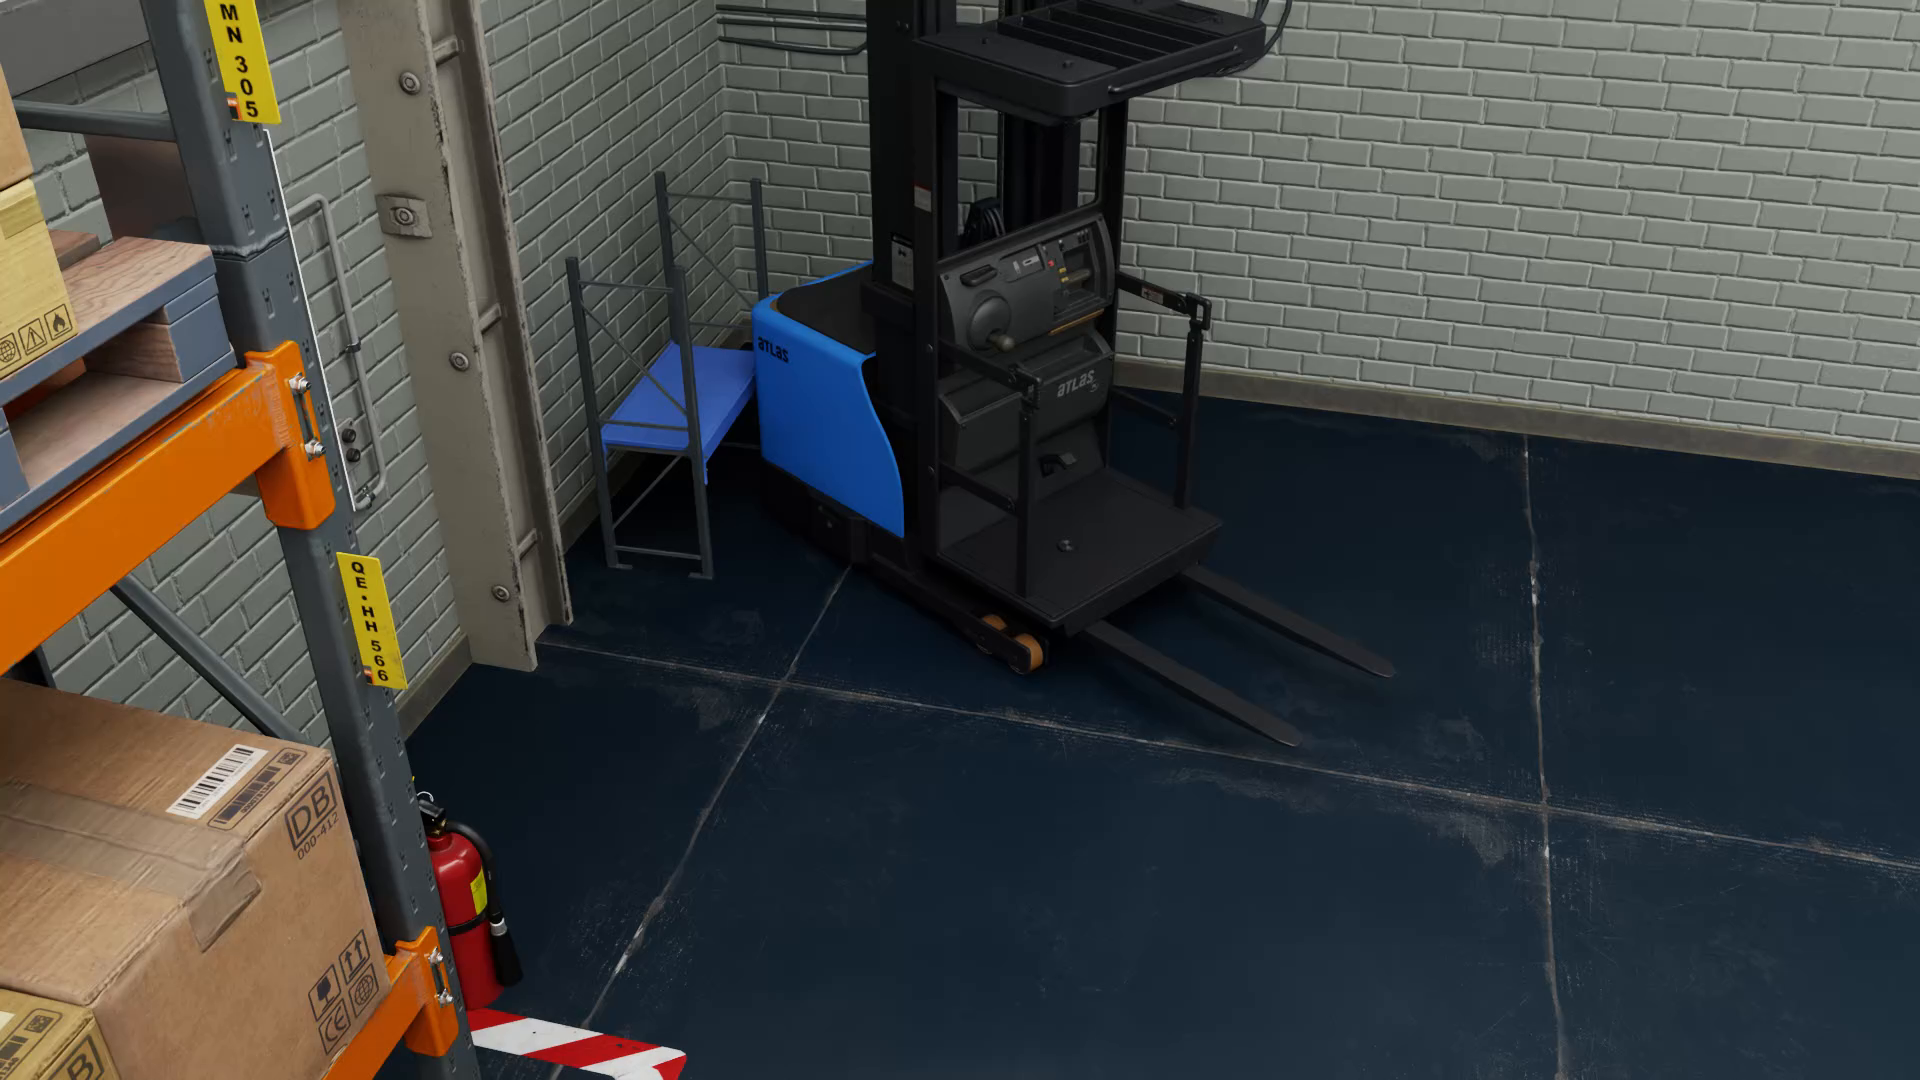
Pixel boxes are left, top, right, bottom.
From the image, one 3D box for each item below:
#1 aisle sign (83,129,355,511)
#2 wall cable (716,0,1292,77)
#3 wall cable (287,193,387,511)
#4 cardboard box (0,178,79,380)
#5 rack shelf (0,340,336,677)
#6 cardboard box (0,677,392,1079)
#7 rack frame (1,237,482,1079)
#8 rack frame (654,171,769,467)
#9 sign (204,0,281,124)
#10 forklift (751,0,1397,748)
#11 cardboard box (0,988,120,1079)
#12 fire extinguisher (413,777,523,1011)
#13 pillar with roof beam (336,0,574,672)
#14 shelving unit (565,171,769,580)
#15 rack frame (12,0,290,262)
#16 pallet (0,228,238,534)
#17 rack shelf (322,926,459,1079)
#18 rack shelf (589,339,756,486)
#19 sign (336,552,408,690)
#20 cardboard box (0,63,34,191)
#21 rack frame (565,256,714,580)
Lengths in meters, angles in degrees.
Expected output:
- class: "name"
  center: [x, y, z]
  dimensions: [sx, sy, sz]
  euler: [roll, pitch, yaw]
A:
- class: "aisle sign"
  center: [-1.412, -0.418, 3.188]
  dimensions: [0.394, 0.787, 0.004]
  euler: [8, 33, 12]
- class: "wall cable"
  center: [0.060, -3.432, 7.655]
  dimensions: [3.097, 2.526, 0.112]
  euler: [8, 33, 12]
- class: "wall cable"
  center: [-2.311, -0.546, 4.866]
  dimensions: [0.084, 1.984, 1.851]
  euler: [8, 33, 12]
- class: "cardboard box"
  center: [-1.650, -0.330, 2.332]
  dimensions: [0.500, 0.250, 0.500]
  euler: [9, 34, 14]
- class: "rack shelf"
  center: [-2.228, 0.752, 1.647]
  dimensions: [1.077, 0.370, 4.000]
  euler: [8, 33, 12]
- class: "cardboard box"
  center: [-1.841, 0.815, 3.392]
  dimensions: [0.980, 0.700, 0.700]
  euler: [10, 34, 15]
- class: "rack frame"
  center: [-1.721, 0.676, 3.891]
  dimensions: [1.000, 3.000, 0.127]
  euler: [8, 33, 12]
- class: "rack frame"
  center: [-1.148, -1.022, 7.960]
  dimensions: [0.500, 1.500, 0.032]
  euler: [6, 33, 10]
- class: "sign"
  center: [-1.199, -0.849, 2.742]
  dimensions: [0.100, 0.325, 0.005]
  euler: [8, 33, 12]
- class: "forklift"
  center: [0.431, -0.996, 6.584]
  dimensions: [1.130, 2.935, 3.031]
  euler: [-27, 41, -36]
- class: "cardboard box"
  center: [-2.014, 1.194, 2.796]
  dimensions: [0.980, 0.700, 0.700]
  euler: [8, 33, 12]
- class: "fire extinguisher"
  center: [-1.236, 0.850, 4.036]
  dimensions: [0.296, 0.674, 0.183]
  euler: [8, 33, 12]
- class: "pillar with roof beam"
  center: [2.292, -2.789, 3.749]
  dimensions: [9.100, 9.000, 0.400]
  euler: [8, 33, 12]
- class: "shelving unit"
  center: [-1.251, -0.755, 7.540]
  dimensions: [0.538, 1.500, 1.048]
  euler: [6, 33, 10]
- class: "rack frame"
  center: [-1.721, -1.856, 2.281]
  dimensions: [1.000, 3.000, 0.127]
  euler: [8, 33, 12]
- class: "pallet"
  center: [-1.899, -0.166, 2.502]
  dimensions: [1.003, 0.211, 1.213]
  euler: [8, 33, 12]
- class: "rack shelf"
  center: [-2.228, 2.017, 2.451]
  dimensions: [1.077, 0.370, 4.000]
  euler: [8, 33, 12]
- class: "rack shelf"
  center: [-1.251, -0.604, 7.636]
  dimensions: [0.538, 0.185, 1.000]
  euler: [6, 33, 10]
- class: "sign"
  center: [-1.199, 0.168, 3.389]
  dimensions: [0.100, 0.325, 0.005]
  euler: [8, 33, 12]
- class: "cardboard box"
  center: [-1.643, -0.646, 2.130]
  dimensions: [0.500, 0.500, 0.500]
  euler: [8, 33, 12]
- class: "rack frame"
  center: [-1.355, -0.488, 7.120]
  dimensions: [0.500, 1.500, 0.032]
  euler: [6, 33, 10]
